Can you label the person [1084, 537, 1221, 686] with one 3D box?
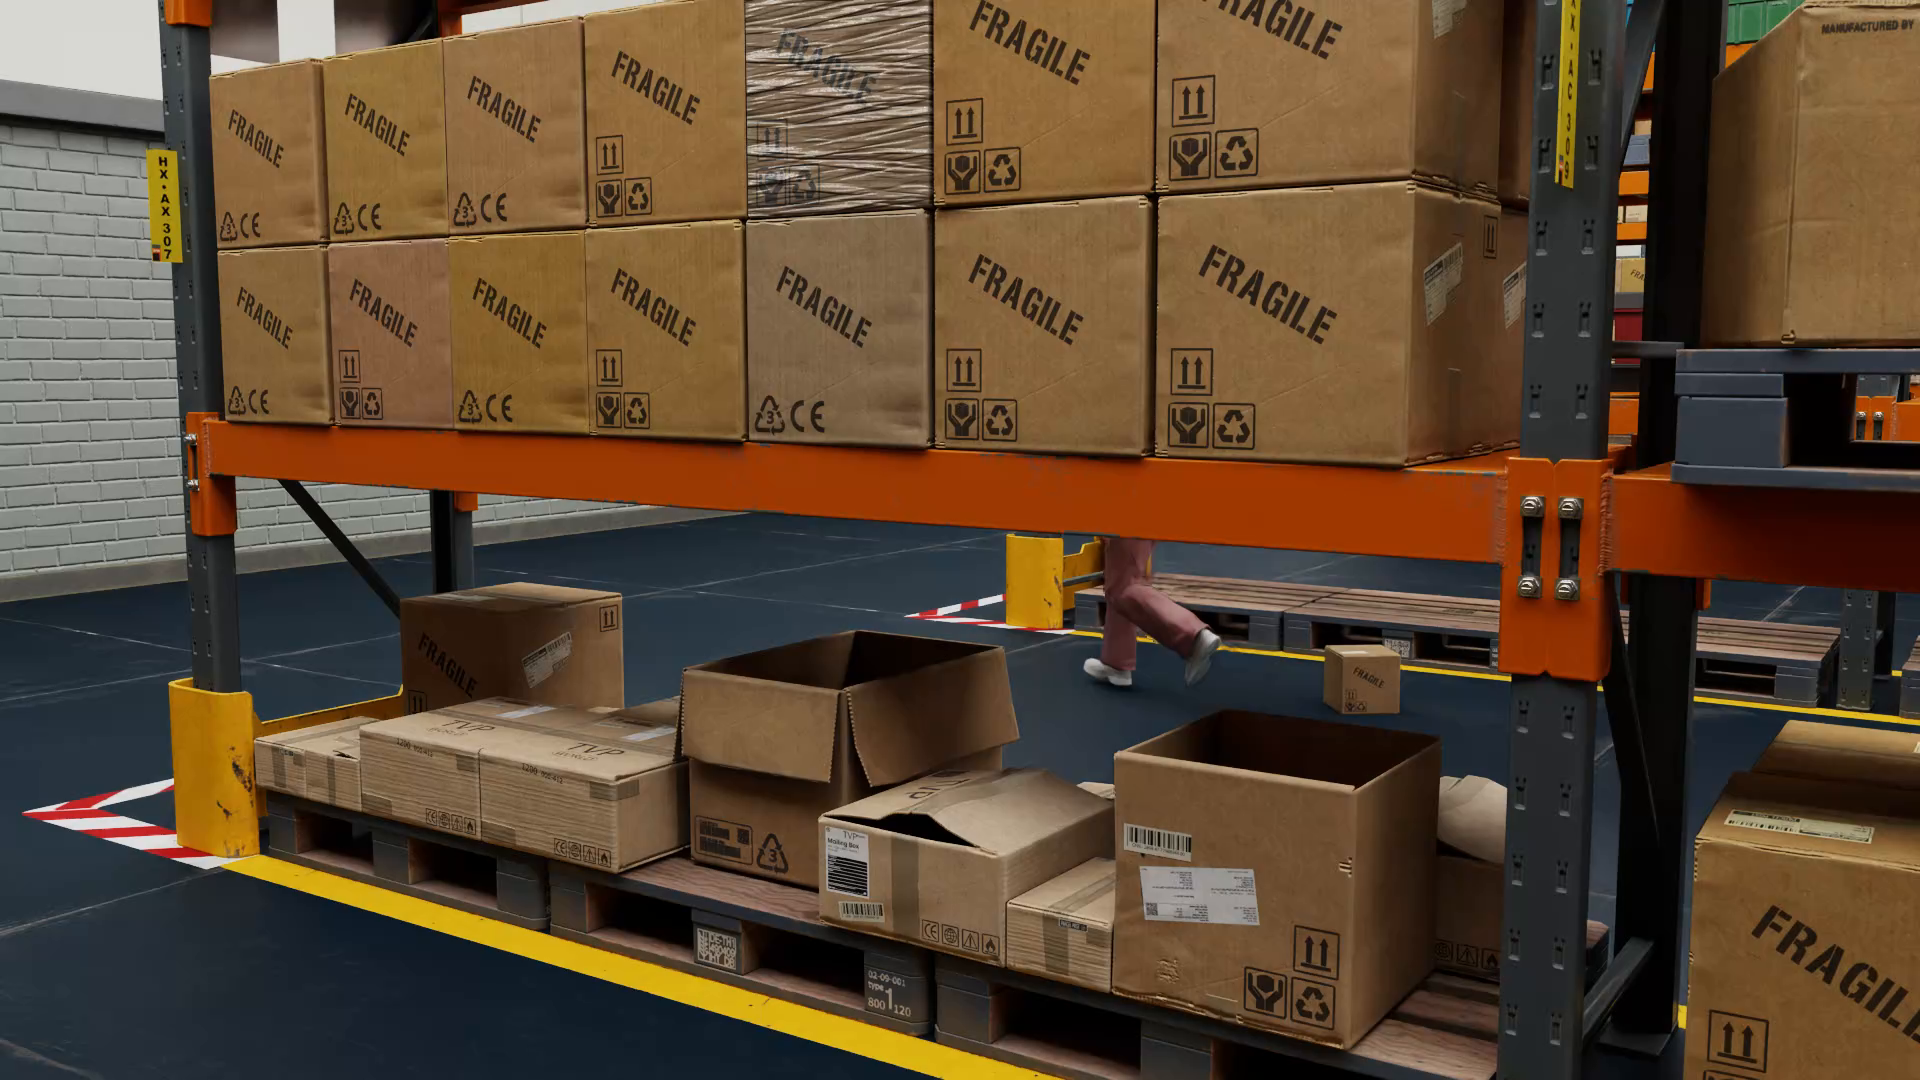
[{"bbox_3d":[0.815,-0.140,7.237,0.463,1.628,0.862,-6,9,-43],"label":"person"}]
